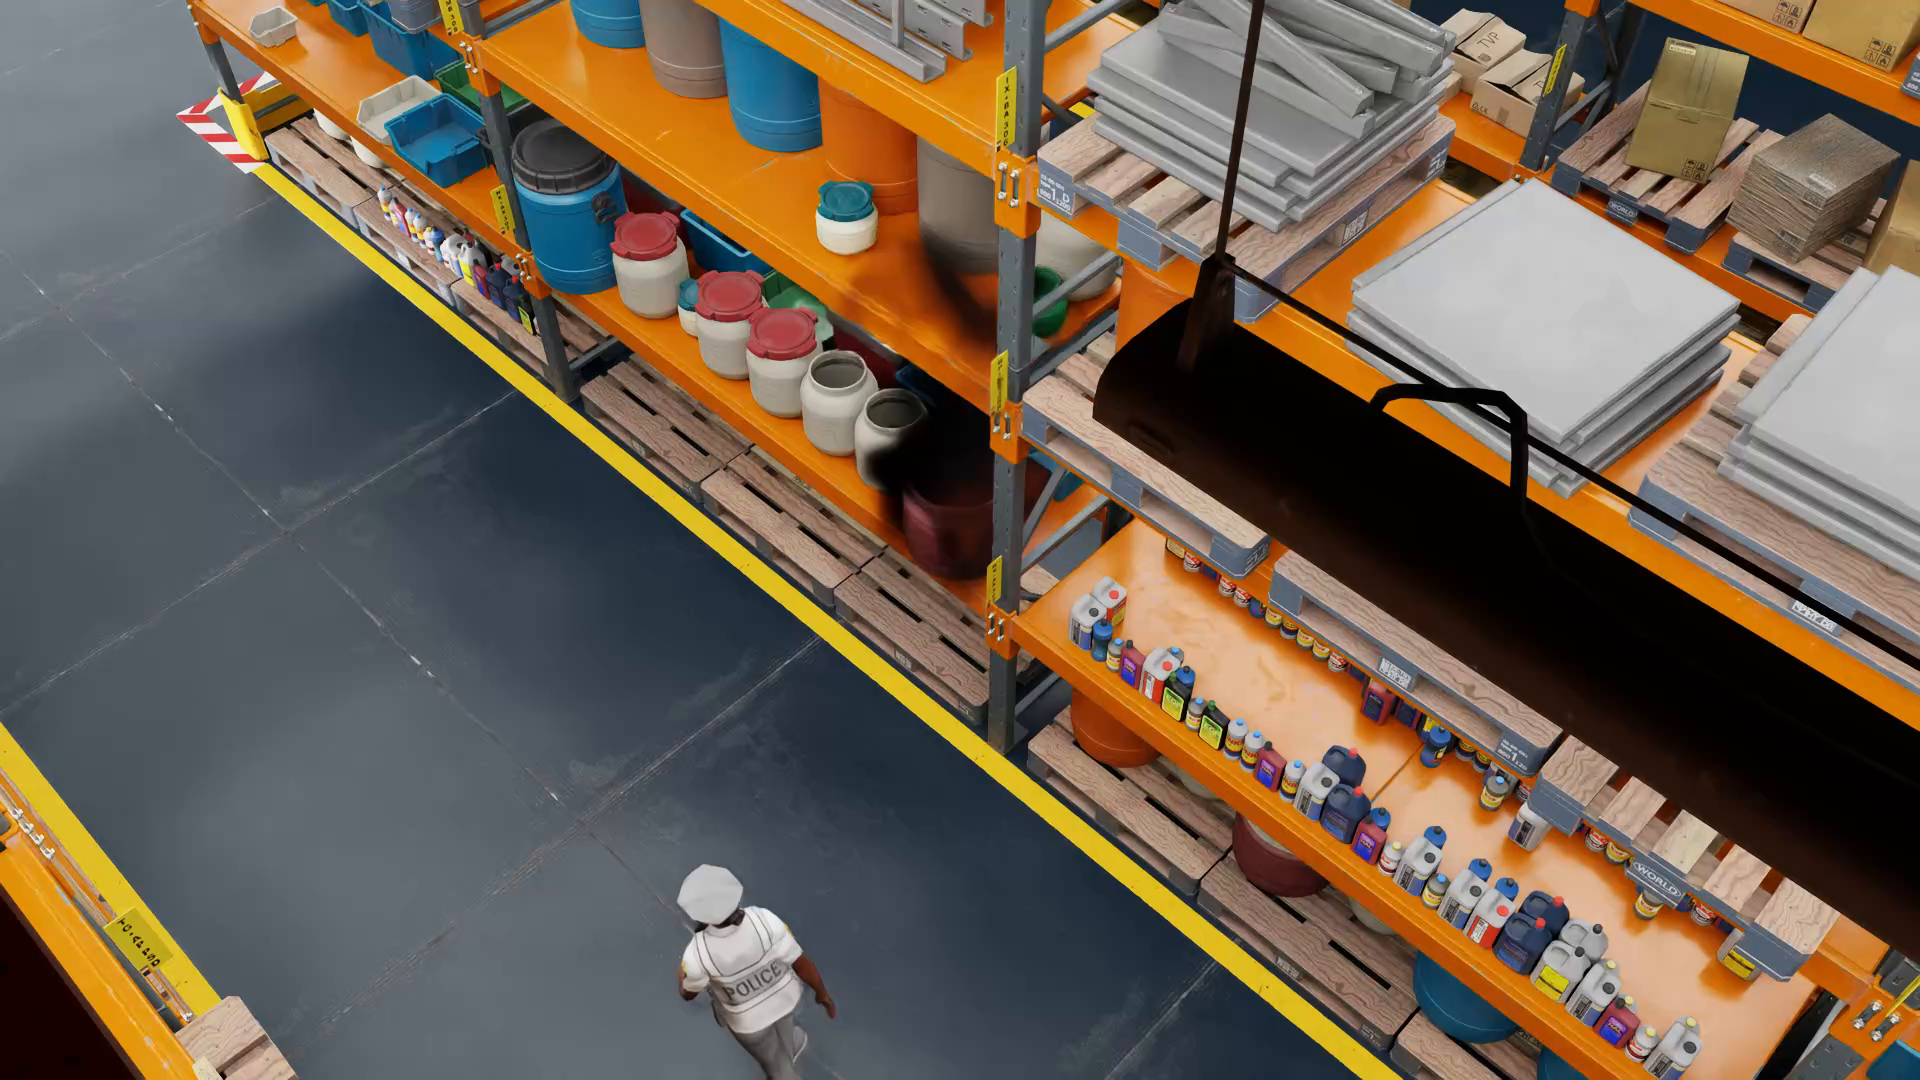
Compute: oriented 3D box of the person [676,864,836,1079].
[{"bbox_3d":[-0.897,2.027,7.278,0.559,1.651,0.727,-27,55,-21],"label":"person"}]
